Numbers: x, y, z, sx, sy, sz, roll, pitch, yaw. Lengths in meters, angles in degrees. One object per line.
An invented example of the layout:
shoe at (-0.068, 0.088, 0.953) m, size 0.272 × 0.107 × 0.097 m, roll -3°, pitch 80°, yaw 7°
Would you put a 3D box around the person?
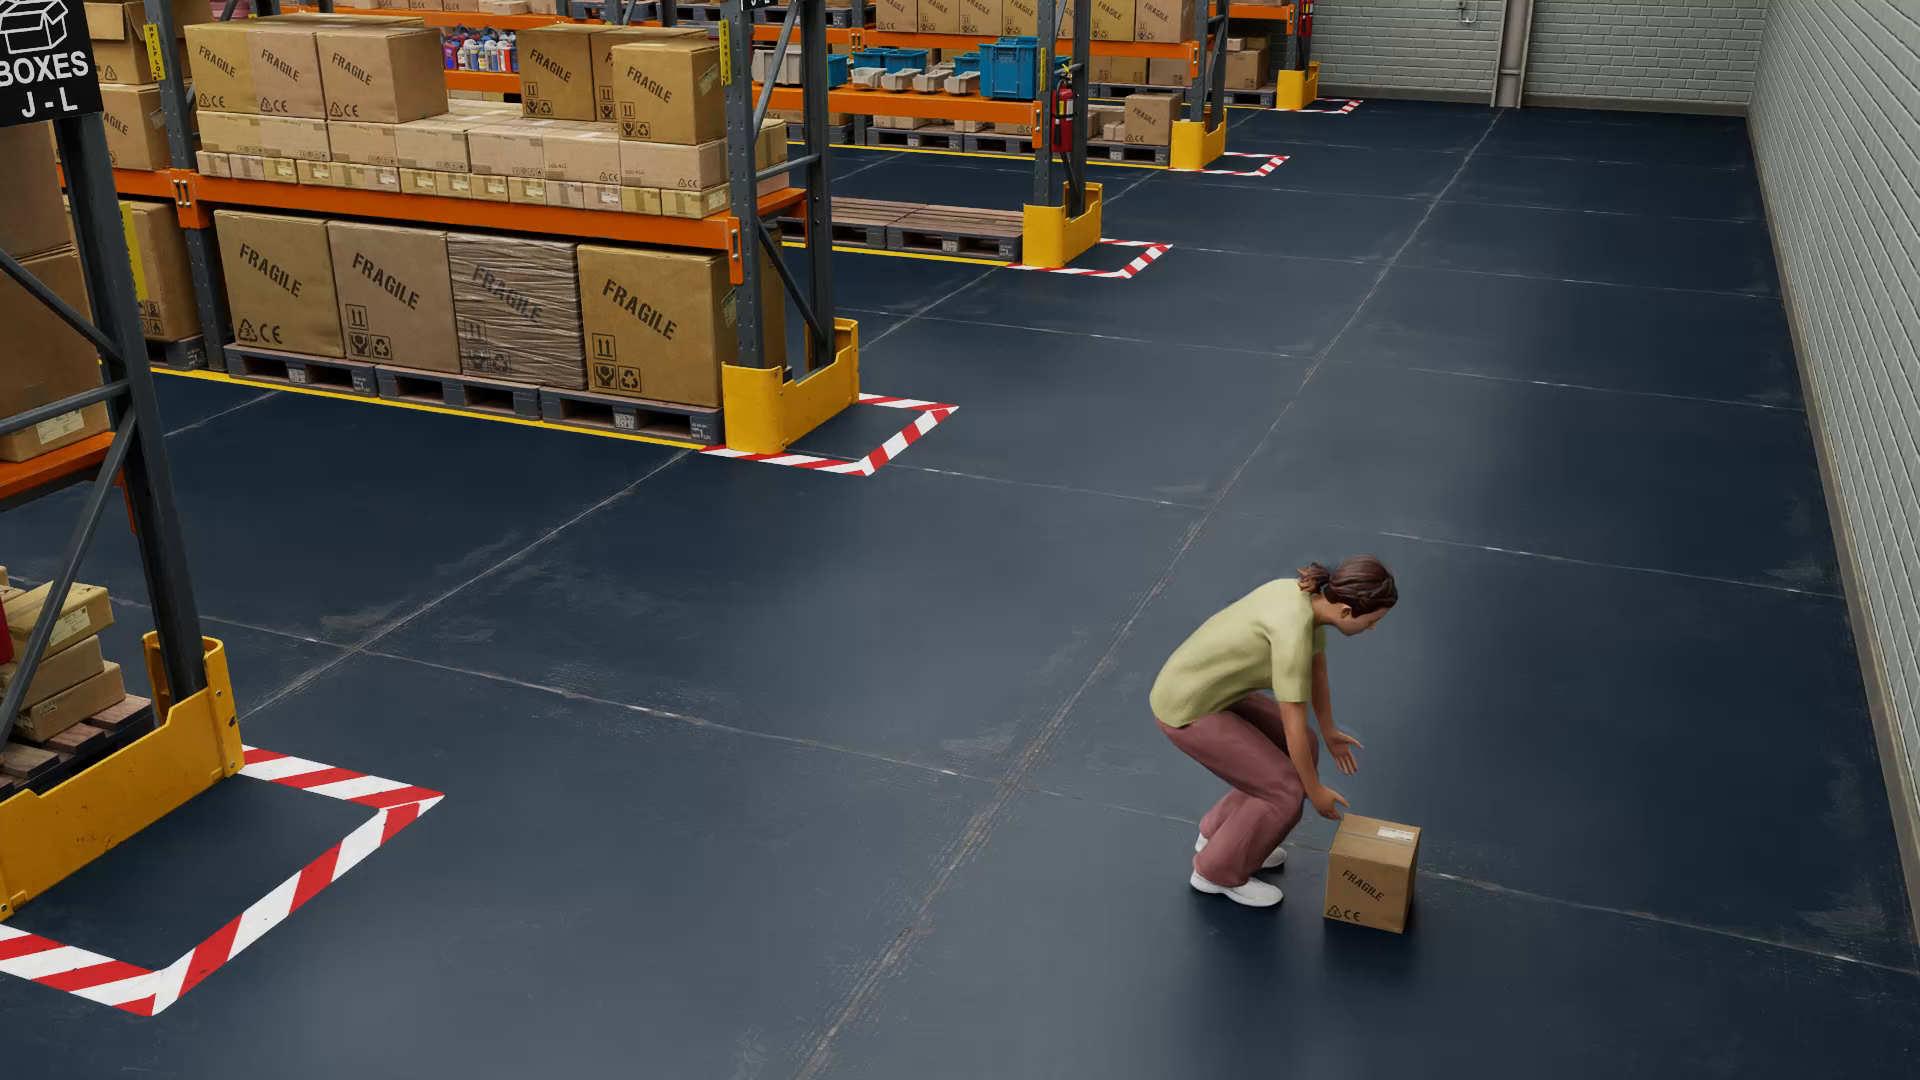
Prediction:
person at (0.990, 0.633, 5.381) m, size 0.730 × 1.052 × 0.506 m, roll 9°, pitch 24°, yaw 20°
